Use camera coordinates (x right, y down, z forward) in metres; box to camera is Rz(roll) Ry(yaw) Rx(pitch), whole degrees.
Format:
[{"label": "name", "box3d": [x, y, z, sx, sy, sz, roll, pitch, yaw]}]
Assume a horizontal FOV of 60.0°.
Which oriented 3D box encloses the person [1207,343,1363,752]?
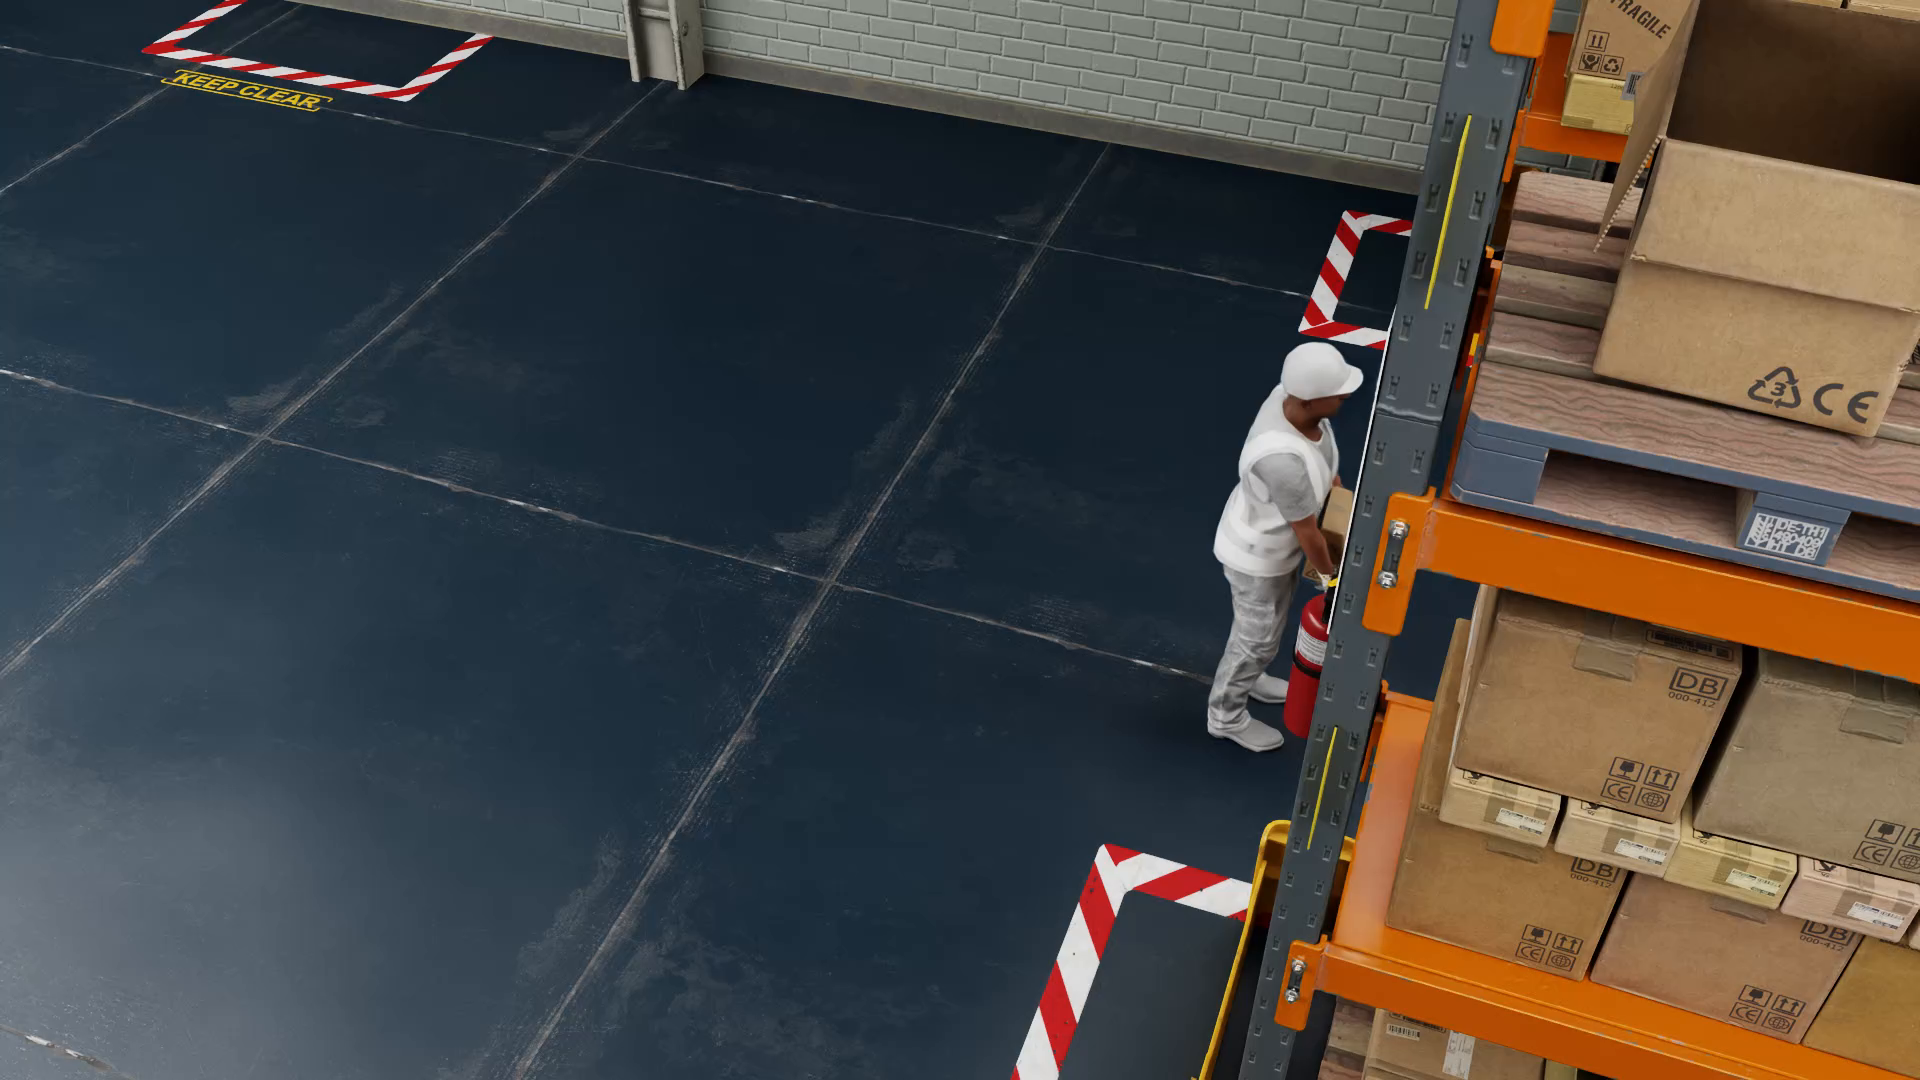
[{"label": "person", "box3d": [1.231, 0.032, 6.110, 0.581, 1.777, 0.492, 13, 43, 14]}]
